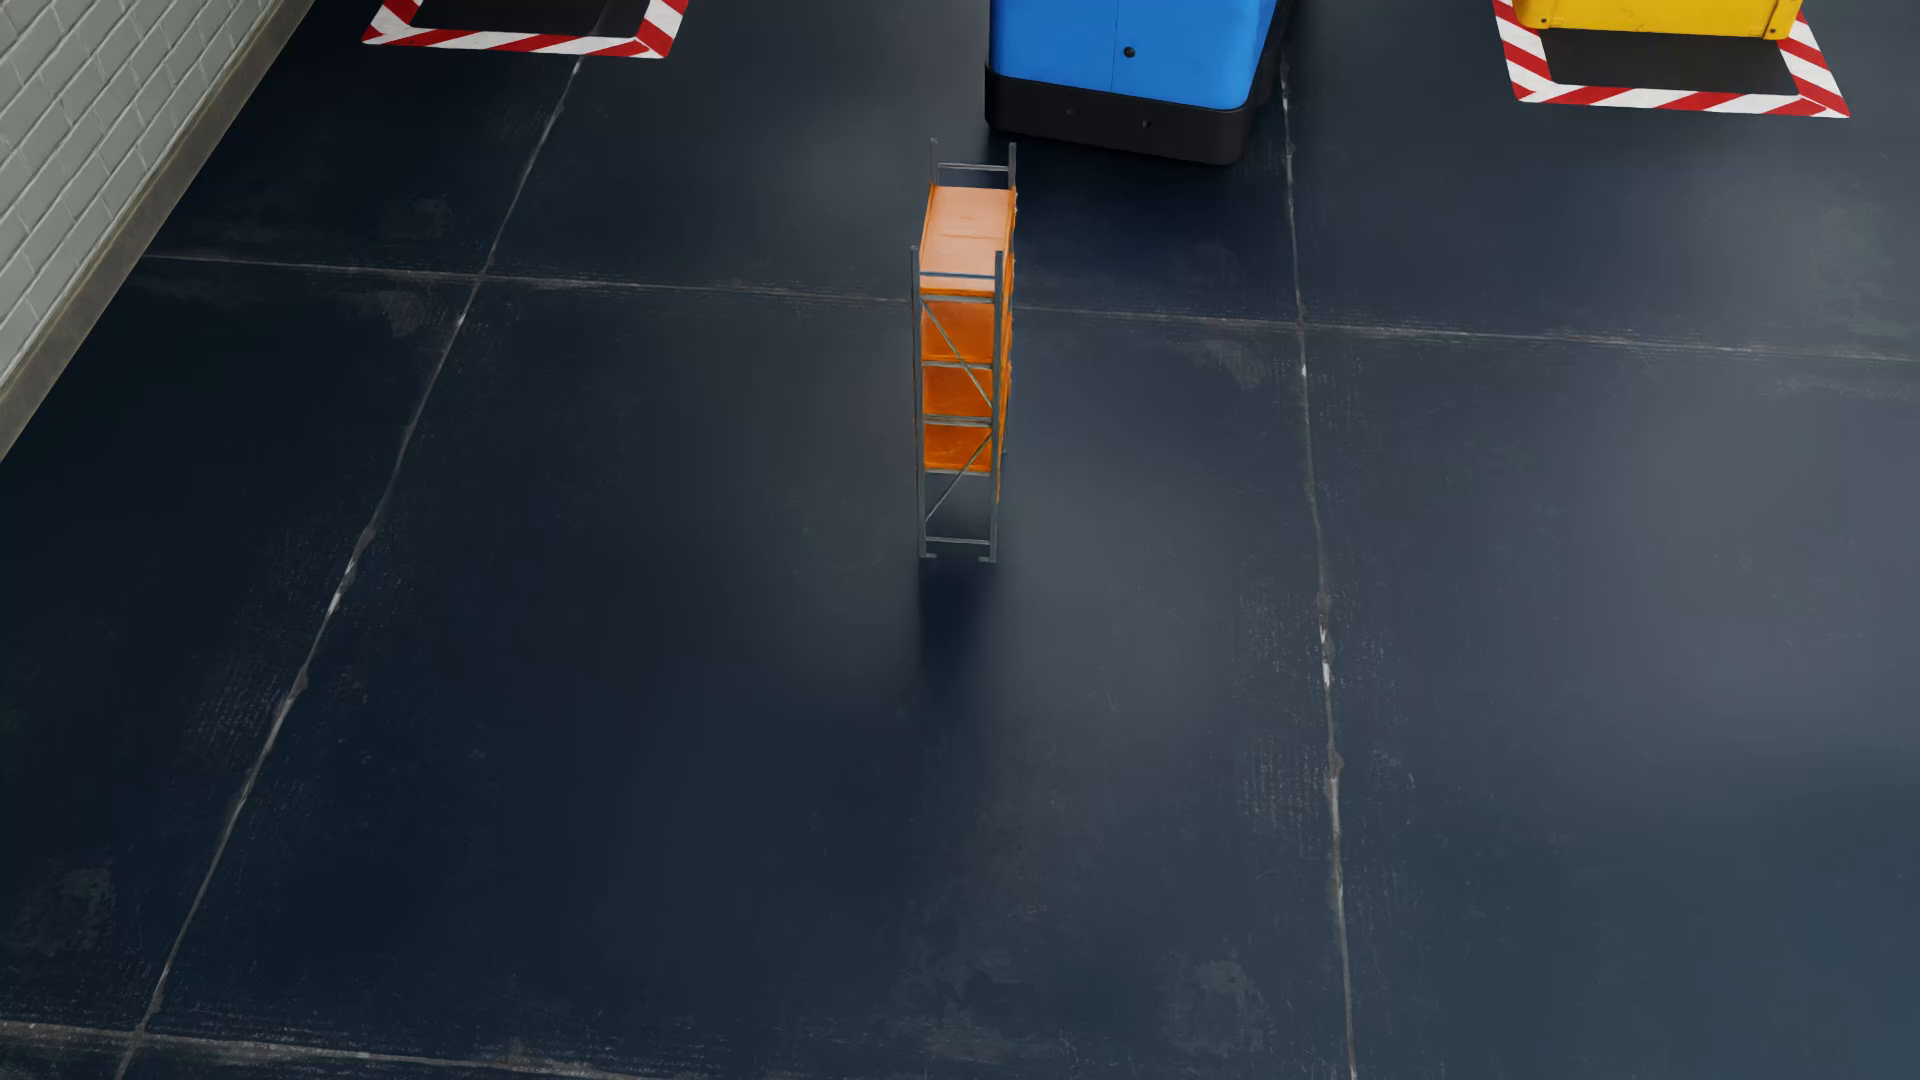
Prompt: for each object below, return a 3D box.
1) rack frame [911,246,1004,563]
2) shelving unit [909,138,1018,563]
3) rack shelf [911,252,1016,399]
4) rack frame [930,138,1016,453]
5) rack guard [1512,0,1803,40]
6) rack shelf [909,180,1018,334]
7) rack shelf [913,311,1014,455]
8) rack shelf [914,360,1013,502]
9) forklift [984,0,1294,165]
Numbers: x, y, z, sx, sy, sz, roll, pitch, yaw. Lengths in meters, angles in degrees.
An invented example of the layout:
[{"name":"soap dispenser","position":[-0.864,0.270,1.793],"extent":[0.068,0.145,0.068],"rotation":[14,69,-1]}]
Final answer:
[{"name":"rack frame","position":[-0.007,-0.347,4.755],"extent":[0.240,1.200,0.015],"rotation":[4,48,4]},{"name":"shelving unit","position":[0.015,-0.527,4.919],"extent":[0.258,1.200,0.503],"rotation":[4,48,4]},{"name":"rack shelf","position":[0.015,-0.632,4.803],"extent":[0.258,0.148,0.480],"rotation":[4,48,4]},{"name":"rack frame","position":[0.037,-0.706,5.083],"extent":[0.240,1.200,0.015],"rotation":[4,48,4]},{"name":"rack guard","position":[3.056,-2.508,7.205],"extent":[1.175,0.500,0.348],"rotation":[4,48,4]},{"name":"rack shelf","position":[0.015,-0.792,4.629],"extent":[0.258,0.148,0.480],"rotation":[4,48,4]},{"name":"rack shelf","position":[0.015,-0.481,4.968],"extent":[0.258,0.148,0.480],"rotation":[4,48,4]},{"name":"rack shelf","position":[0.015,-0.347,5.115],"extent":[0.258,0.148,0.480],"rotation":[4,48,4]},{"name":"forklift","position":[0.994,-3.566,6.525],"extent":[1.130,2.935,3.031],"rotation":[12,49,11]}]
